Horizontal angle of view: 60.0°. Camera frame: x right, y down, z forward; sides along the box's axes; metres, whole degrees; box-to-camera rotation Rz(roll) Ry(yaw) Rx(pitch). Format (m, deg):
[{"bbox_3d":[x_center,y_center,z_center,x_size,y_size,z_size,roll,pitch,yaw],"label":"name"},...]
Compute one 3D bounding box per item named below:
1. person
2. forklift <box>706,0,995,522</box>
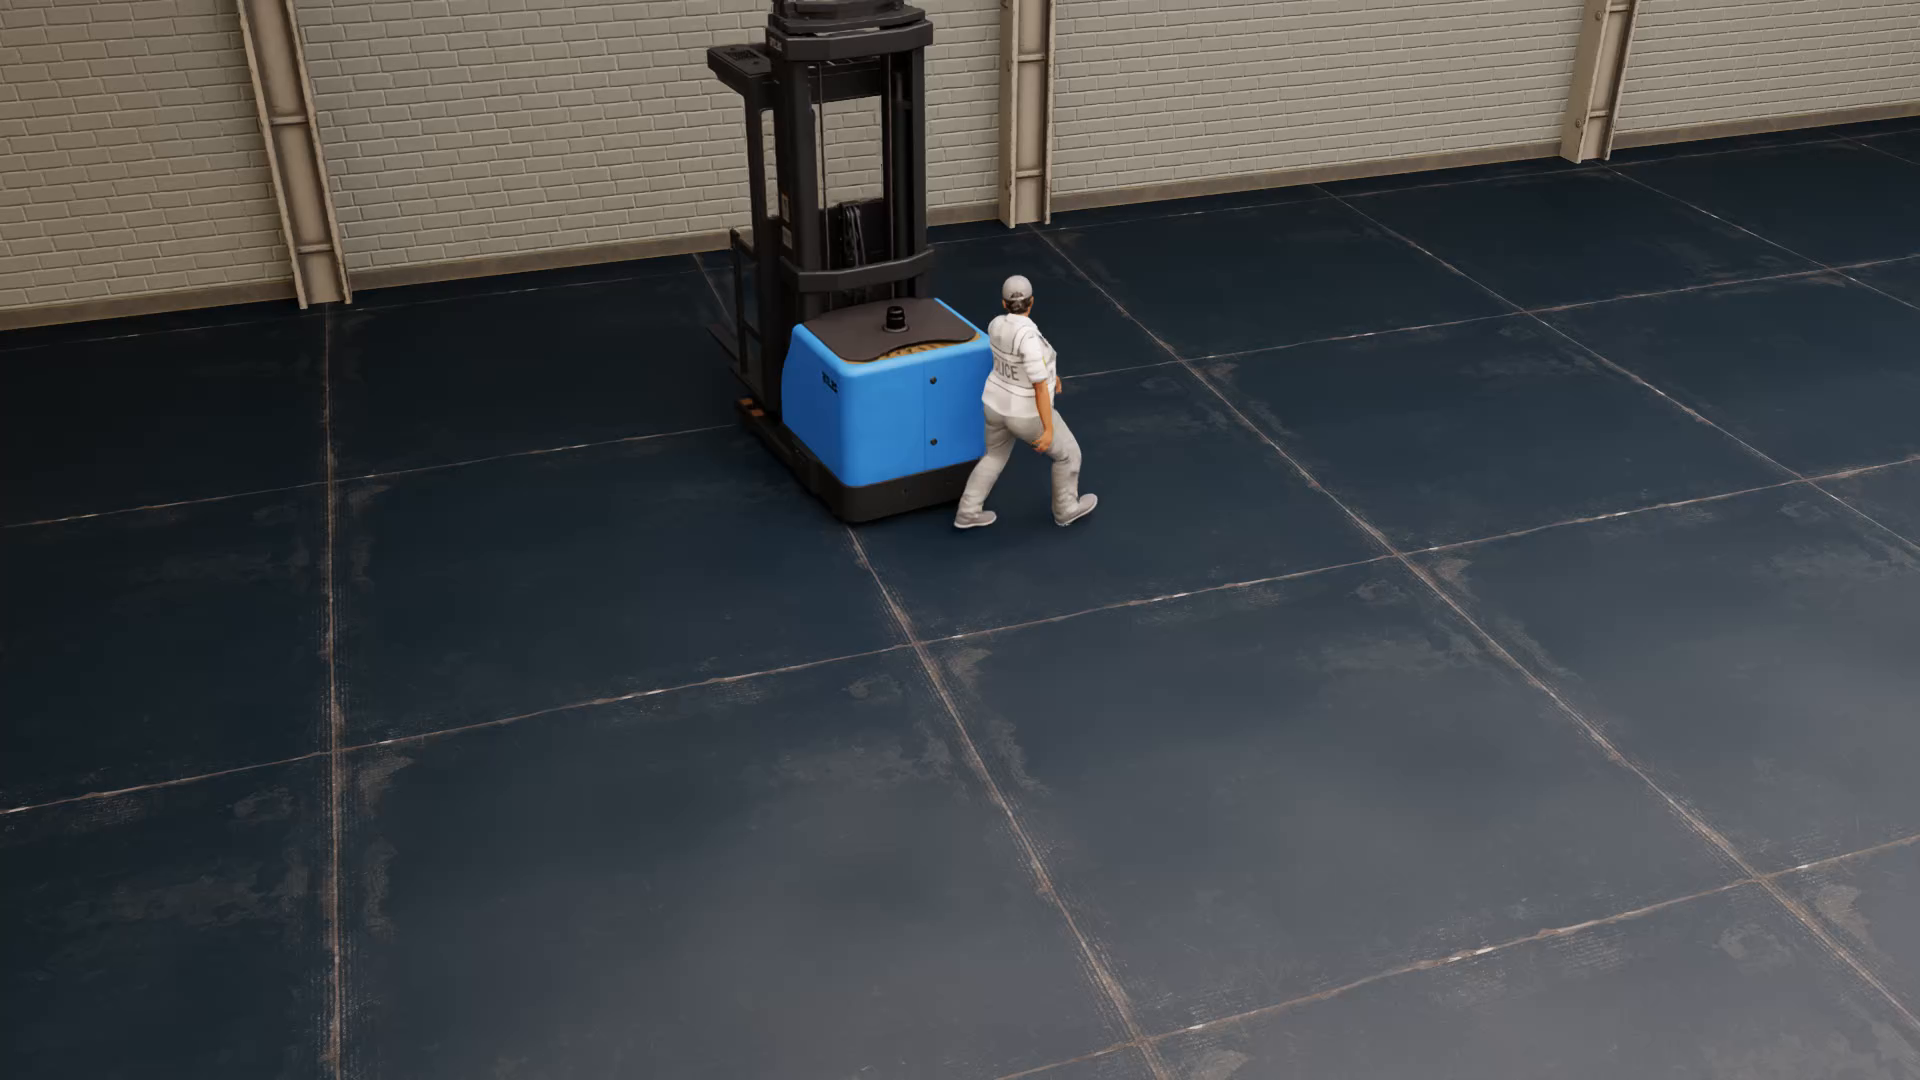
[{"bbox_3d":[0.421,-0.779,9.808,0.815,1.599,0.628,-21,36,-32],"label":"person"},{"bbox_3d":[-0.898,-2.086,10.713,1.130,2.935,3.031,-14,33,-23],"label":"forklift"}]
